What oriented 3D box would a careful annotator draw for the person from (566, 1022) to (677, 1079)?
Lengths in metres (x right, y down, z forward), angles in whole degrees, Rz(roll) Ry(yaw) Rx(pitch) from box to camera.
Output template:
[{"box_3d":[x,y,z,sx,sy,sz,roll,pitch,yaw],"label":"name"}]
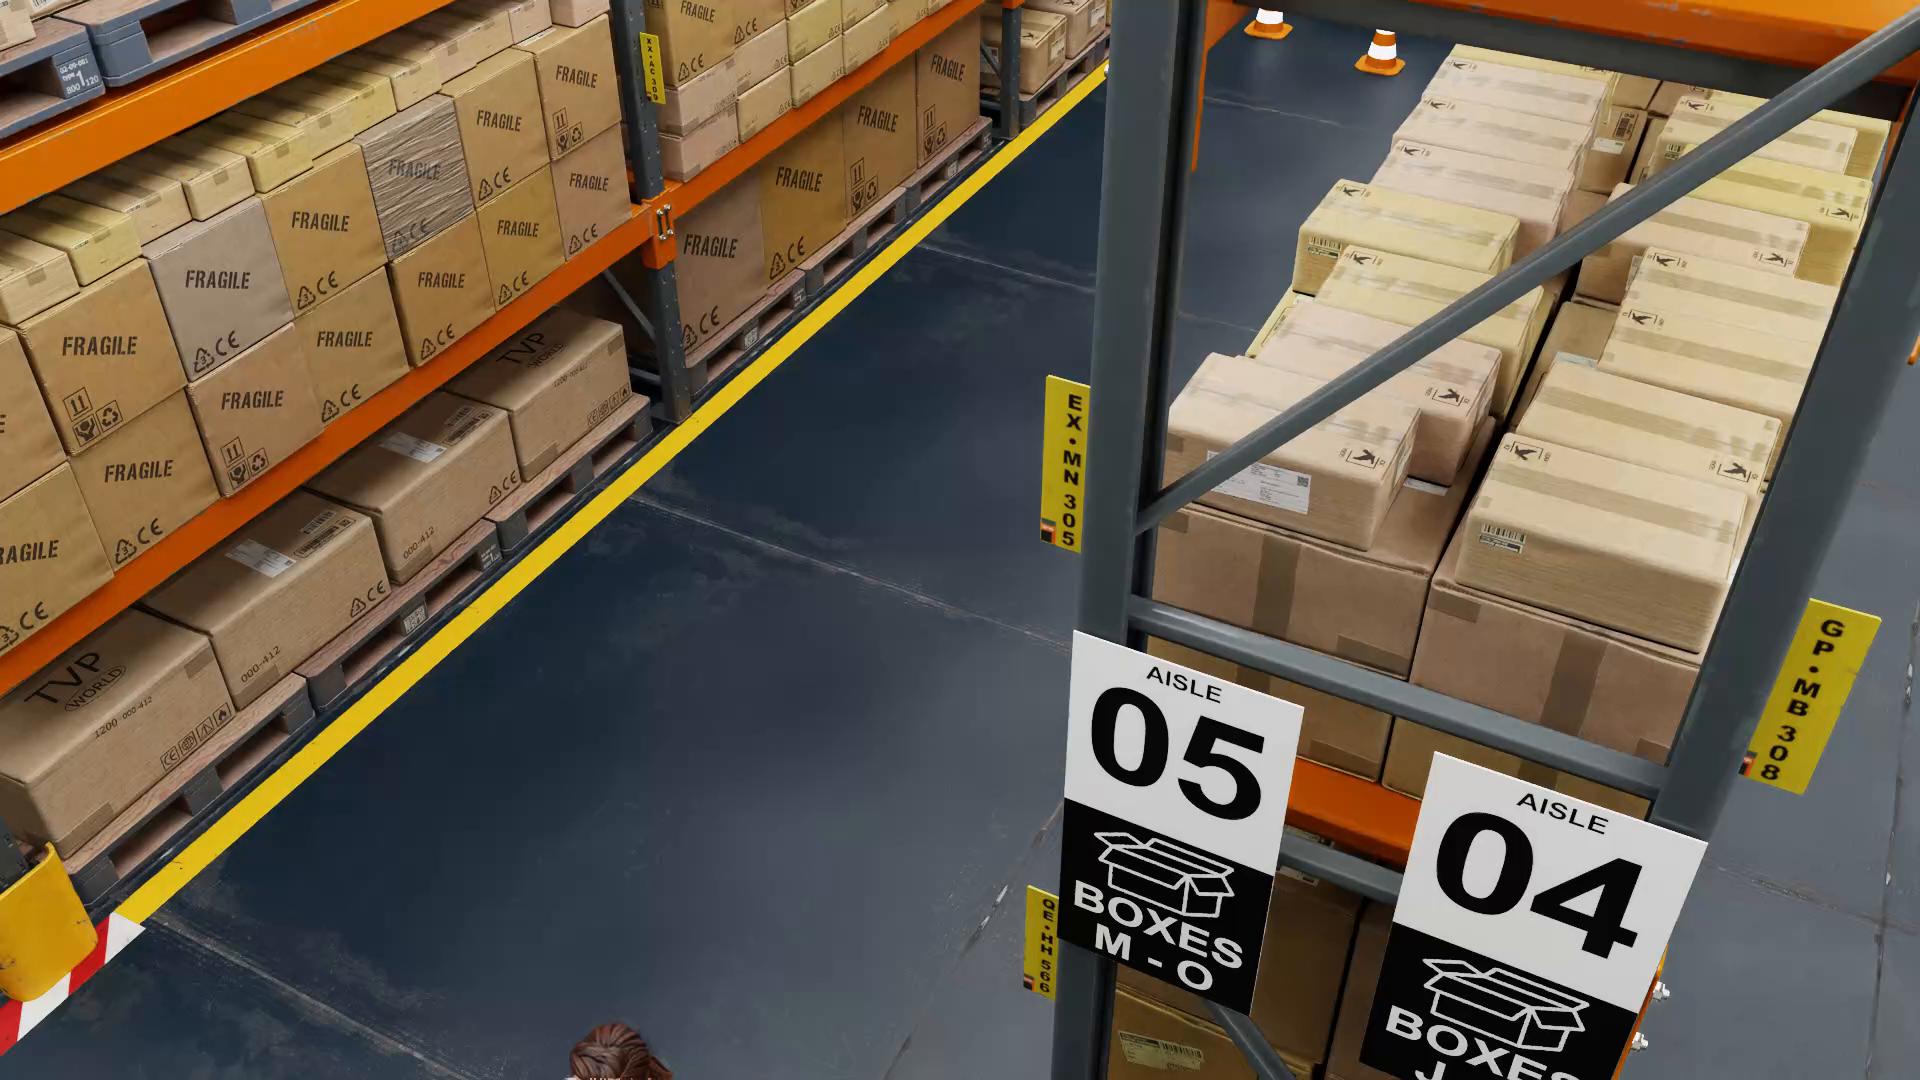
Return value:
[{"box_3d":[-0.849,1.831,4.394,0.443,1.645,0.708,20,42,23],"label":"person"}]
